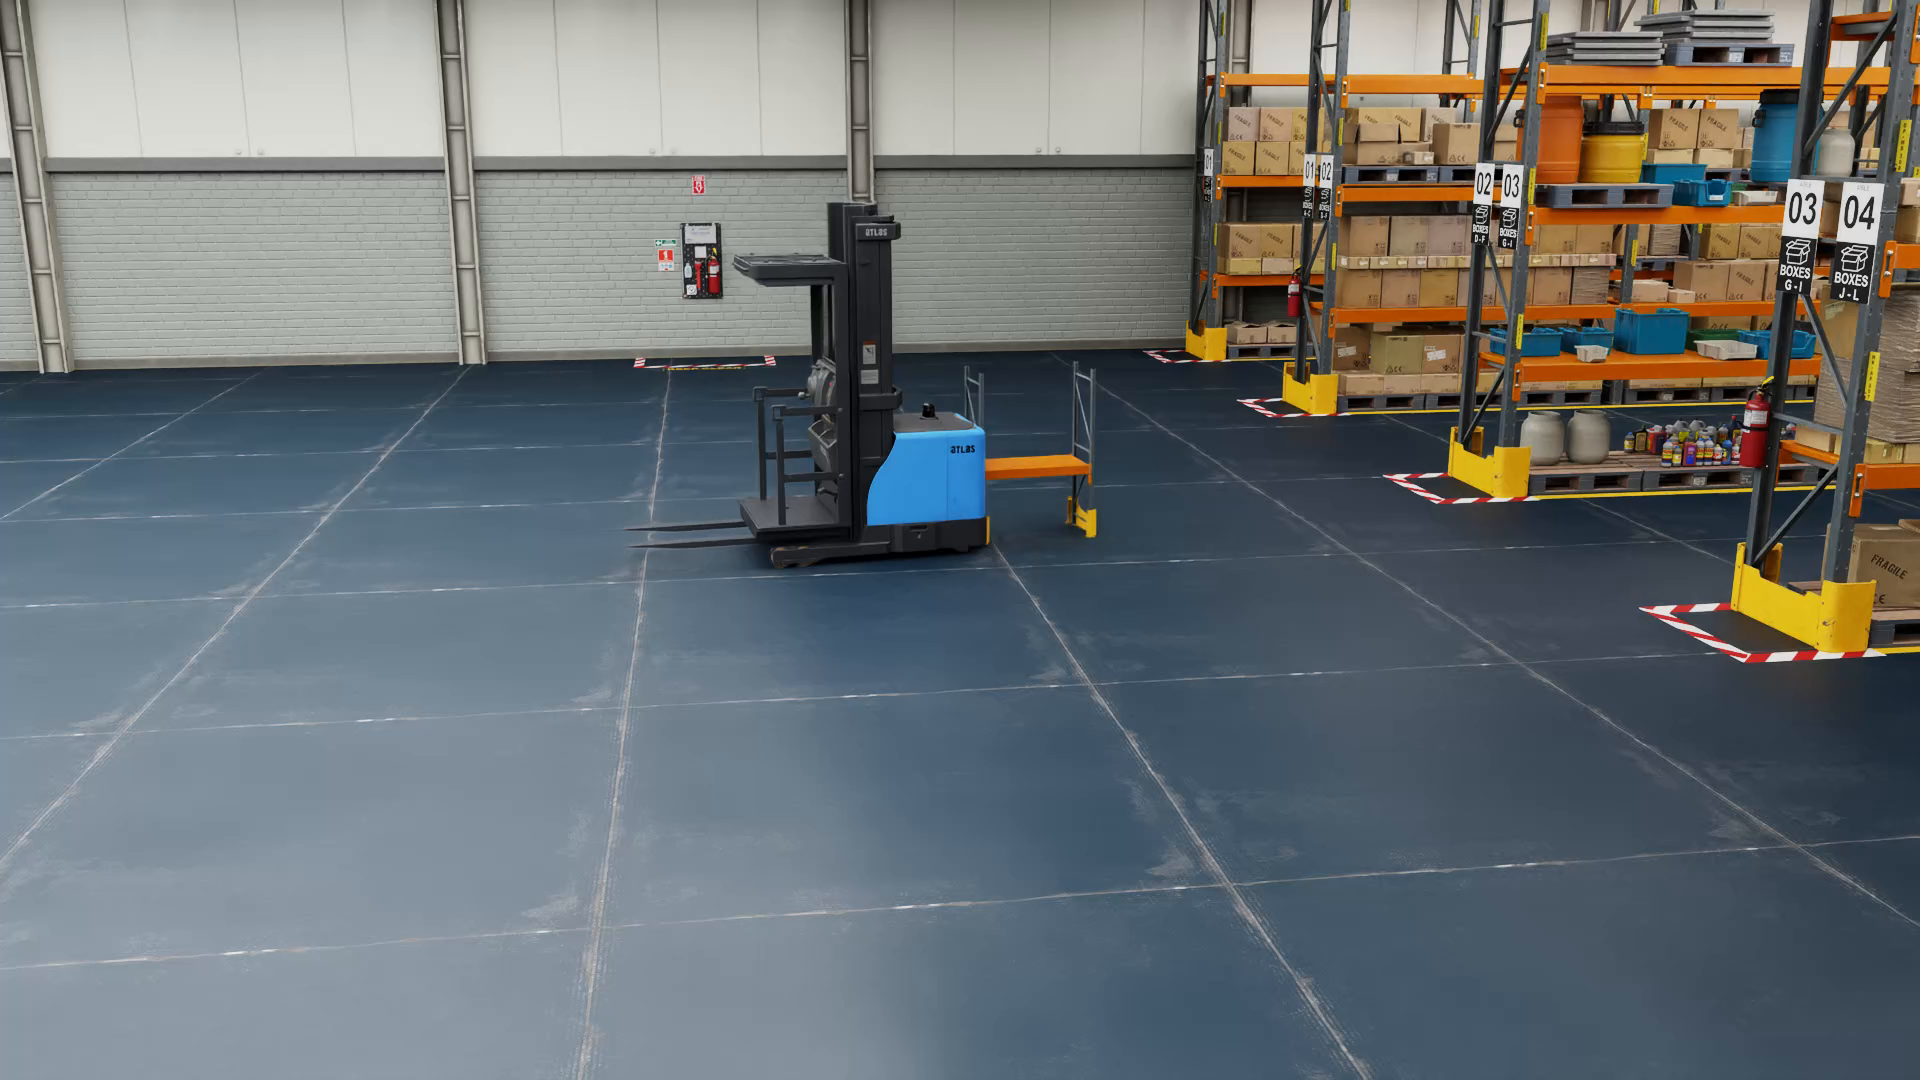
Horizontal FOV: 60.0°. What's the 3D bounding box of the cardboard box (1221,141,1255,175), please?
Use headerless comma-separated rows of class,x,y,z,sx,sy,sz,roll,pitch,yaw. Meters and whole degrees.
cardboard box,4.189,-5.848,25.463,0.500,0.500,0.500,-2,14,-7

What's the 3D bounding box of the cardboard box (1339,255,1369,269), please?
cardboard box,4.983,-3.517,21.042,0.250,0.149,0.380,-2,14,-9

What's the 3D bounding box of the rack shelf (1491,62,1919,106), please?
rack shelf,7.275,-4.440,16.227,4.000,0.370,1.077,-2,14,-8

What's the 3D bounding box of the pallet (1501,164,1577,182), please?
pallet,7.679,-4.712,21.359,1.213,0.211,1.003,-2,14,-8

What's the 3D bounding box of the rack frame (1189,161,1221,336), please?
rack frame,3.821,-4.383,26.033,0.127,3.000,1.000,-2,14,-8

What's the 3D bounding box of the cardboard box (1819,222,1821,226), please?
cardboard box,13.748,-5.253,27.100,0.500,0.250,0.500,-2,14,-9

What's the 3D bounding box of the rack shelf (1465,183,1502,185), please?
rack shelf,9.754,-5.707,26.623,4.000,0.370,1.077,-2,14,-8

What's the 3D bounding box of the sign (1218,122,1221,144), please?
sign,3.902,-6.132,25.042,0.005,0.325,0.100,-2,14,-8

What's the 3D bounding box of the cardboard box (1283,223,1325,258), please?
cardboard box,5.340,-4.662,25.869,0.500,0.500,0.500,-3,14,-10

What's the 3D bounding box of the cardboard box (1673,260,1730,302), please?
cardboard box,9.801,-3.428,22.020,0.500,0.500,0.500,-1,14,-4

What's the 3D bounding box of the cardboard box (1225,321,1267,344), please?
cardboard box,4.519,-3.296,26.321,0.500,0.311,0.500,-4,15,-15

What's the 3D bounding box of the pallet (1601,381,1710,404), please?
pallet,9.241,-2.020,22.344,1.213,0.211,1.003,-2,14,-8

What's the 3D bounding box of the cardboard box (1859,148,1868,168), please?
cardboard box,11.518,-5.014,21.828,0.500,0.250,0.500,-2,14,-7

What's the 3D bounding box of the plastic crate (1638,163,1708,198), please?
plastic crate,7.138,-3.589,16.733,0.575,0.384,0.392,-2,14,-8

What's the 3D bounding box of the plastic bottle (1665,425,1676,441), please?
plastic bottle,7.438,-1.072,17.525,0.135,0.276,0.152,-2,14,-10

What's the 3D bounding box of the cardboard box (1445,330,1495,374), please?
cardboard box,6.610,-2.445,21.553,0.500,0.500,0.500,-2,14,-8

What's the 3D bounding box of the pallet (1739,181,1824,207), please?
pallet,8.554,-3.459,16.569,1.003,0.211,1.213,-2,14,-8

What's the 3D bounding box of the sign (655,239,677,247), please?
sign,-4.554,-4.596,25.719,0.331,0.109,0.001,-2,14,-8

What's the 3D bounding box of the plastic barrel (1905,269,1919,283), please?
plastic barrel,9.680,-2.329,16.814,0.708,0.901,0.600,-2,14,-8

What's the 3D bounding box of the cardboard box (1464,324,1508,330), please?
cardboard box,7.024,-2.593,22.142,0.500,0.500,0.500,-2,14,-8

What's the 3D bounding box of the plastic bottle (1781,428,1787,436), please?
plastic bottle,8.772,-1.091,17.756,0.097,0.201,0.097,0,14,0

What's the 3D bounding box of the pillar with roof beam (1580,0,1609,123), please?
pillar with roof beam,10.959,-6.709,22.972,0.400,9.000,9.100,-2,14,-8

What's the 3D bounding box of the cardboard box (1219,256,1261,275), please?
cardboard box,4.351,-4.262,25.815,0.500,0.250,0.500,-3,14,-10

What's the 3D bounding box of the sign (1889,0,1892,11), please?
sign,12.383,-7.013,22.105,0.005,0.325,0.100,-2,14,-8

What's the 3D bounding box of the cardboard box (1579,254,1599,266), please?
cardboard box,8.037,-3.630,21.491,0.250,0.149,0.380,-2,14,-9

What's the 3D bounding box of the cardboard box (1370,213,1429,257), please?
cardboard box,5.598,-3.906,21.257,0.500,0.500,0.700,-2,14,-10

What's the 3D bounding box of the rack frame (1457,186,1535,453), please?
rack frame,5.297,-2.000,16.531,0.127,3.000,1.000,-2,14,-8

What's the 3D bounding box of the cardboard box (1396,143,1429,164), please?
cardboard box,5.662,-4.951,21.287,0.500,0.250,0.500,-2,14,-8

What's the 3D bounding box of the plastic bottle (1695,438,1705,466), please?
plastic bottle,7.475,-0.893,16.822,0.097,0.271,0.097,0,14,0

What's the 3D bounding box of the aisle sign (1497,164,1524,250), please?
aisle sign,5.270,-3.188,15.924,0.004,0.787,0.394,-2,14,-8

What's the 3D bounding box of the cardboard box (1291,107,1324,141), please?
cardboard box,5.247,-6.364,25.464,0.500,0.500,0.500,-2,14,-7

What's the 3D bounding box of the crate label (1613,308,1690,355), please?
crate label,7.077,-2.149,17.052,0.616,0.435,0.502,-2,14,-8

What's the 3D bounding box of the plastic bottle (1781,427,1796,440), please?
plastic bottle,8.469,-0.974,16.981,0.185,0.351,0.144,-3,14,-11

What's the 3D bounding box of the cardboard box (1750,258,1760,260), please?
cardboard box,12.848,-4.552,27.183,0.250,0.149,0.380,-2,14,-9

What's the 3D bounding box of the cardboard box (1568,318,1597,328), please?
cardboard box,10.014,-3.620,27.224,0.500,0.500,0.700,-2,14,-9

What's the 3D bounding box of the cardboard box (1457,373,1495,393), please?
cardboard box,6.610,-2.082,21.645,0.500,0.250,0.500,-2,14,-8

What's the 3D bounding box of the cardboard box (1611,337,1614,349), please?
cardboard box,8.876,-2.562,22.409,0.500,0.311,0.500,-2,14,-8

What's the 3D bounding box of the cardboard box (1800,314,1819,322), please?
cardboard box,14.185,-3.891,27.628,0.750,0.750,0.750,-2,14,-7

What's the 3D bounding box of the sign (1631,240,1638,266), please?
sign,8.602,-3.662,21.214,0.005,0.325,0.100,-2,14,-8

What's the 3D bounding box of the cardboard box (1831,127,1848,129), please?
cardboard box,14.260,-6.494,27.173,0.500,0.500,0.700,-2,14,-9

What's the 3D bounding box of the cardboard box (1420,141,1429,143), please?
cardboard box,7.312,-5.964,25.922,0.500,0.500,0.500,-2,14,-7

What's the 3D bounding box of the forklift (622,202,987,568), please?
forklift,-1.347,-1.331,14.004,3.031,2.935,1.130,-4,15,-15

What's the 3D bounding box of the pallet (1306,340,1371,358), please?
pallet,5.909,-3.098,26.640,1.213,0.211,1.003,-2,14,-8

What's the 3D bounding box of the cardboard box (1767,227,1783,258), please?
cardboard box,13.261,-4.866,27.101,0.500,0.500,0.500,-2,14,-9

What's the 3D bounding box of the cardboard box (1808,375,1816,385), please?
cardboard box,11.481,-2.254,22.334,0.500,0.250,0.500,-2,14,-9

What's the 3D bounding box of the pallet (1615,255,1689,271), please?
pallet,11.043,-4.529,27.008,1.003,0.211,1.213,-2,14,-8

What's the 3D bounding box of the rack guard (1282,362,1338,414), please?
rack guard,4.539,-1.979,21.583,0.348,0.500,1.175,-2,14,-8

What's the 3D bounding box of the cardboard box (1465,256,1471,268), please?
cardboard box,6.503,-3.573,21.263,0.250,0.149,0.380,-2,14,-8

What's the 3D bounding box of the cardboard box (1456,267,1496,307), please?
cardboard box,6.557,-3.311,21.552,0.500,0.500,0.700,-2,14,-7

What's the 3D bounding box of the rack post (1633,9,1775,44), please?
rack post,7.208,-4.951,16.121,0.954,0.300,0.937,-2,14,-9

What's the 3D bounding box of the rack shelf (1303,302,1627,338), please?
rack shelf,6.541,-2.915,21.659,4.000,0.370,1.077,-2,14,-8

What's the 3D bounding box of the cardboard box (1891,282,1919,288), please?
cardboard box,7.036,-1.585,12.005,0.500,0.500,0.500,-2,14,-8

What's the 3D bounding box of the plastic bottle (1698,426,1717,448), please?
plastic bottle,7.832,-1.051,17.441,0.135,0.276,0.152,-2,14,-8

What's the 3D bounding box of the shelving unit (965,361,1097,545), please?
shelving unit,0.622,-0.788,14.779,1.083,1.500,0.587,-4,15,-15
